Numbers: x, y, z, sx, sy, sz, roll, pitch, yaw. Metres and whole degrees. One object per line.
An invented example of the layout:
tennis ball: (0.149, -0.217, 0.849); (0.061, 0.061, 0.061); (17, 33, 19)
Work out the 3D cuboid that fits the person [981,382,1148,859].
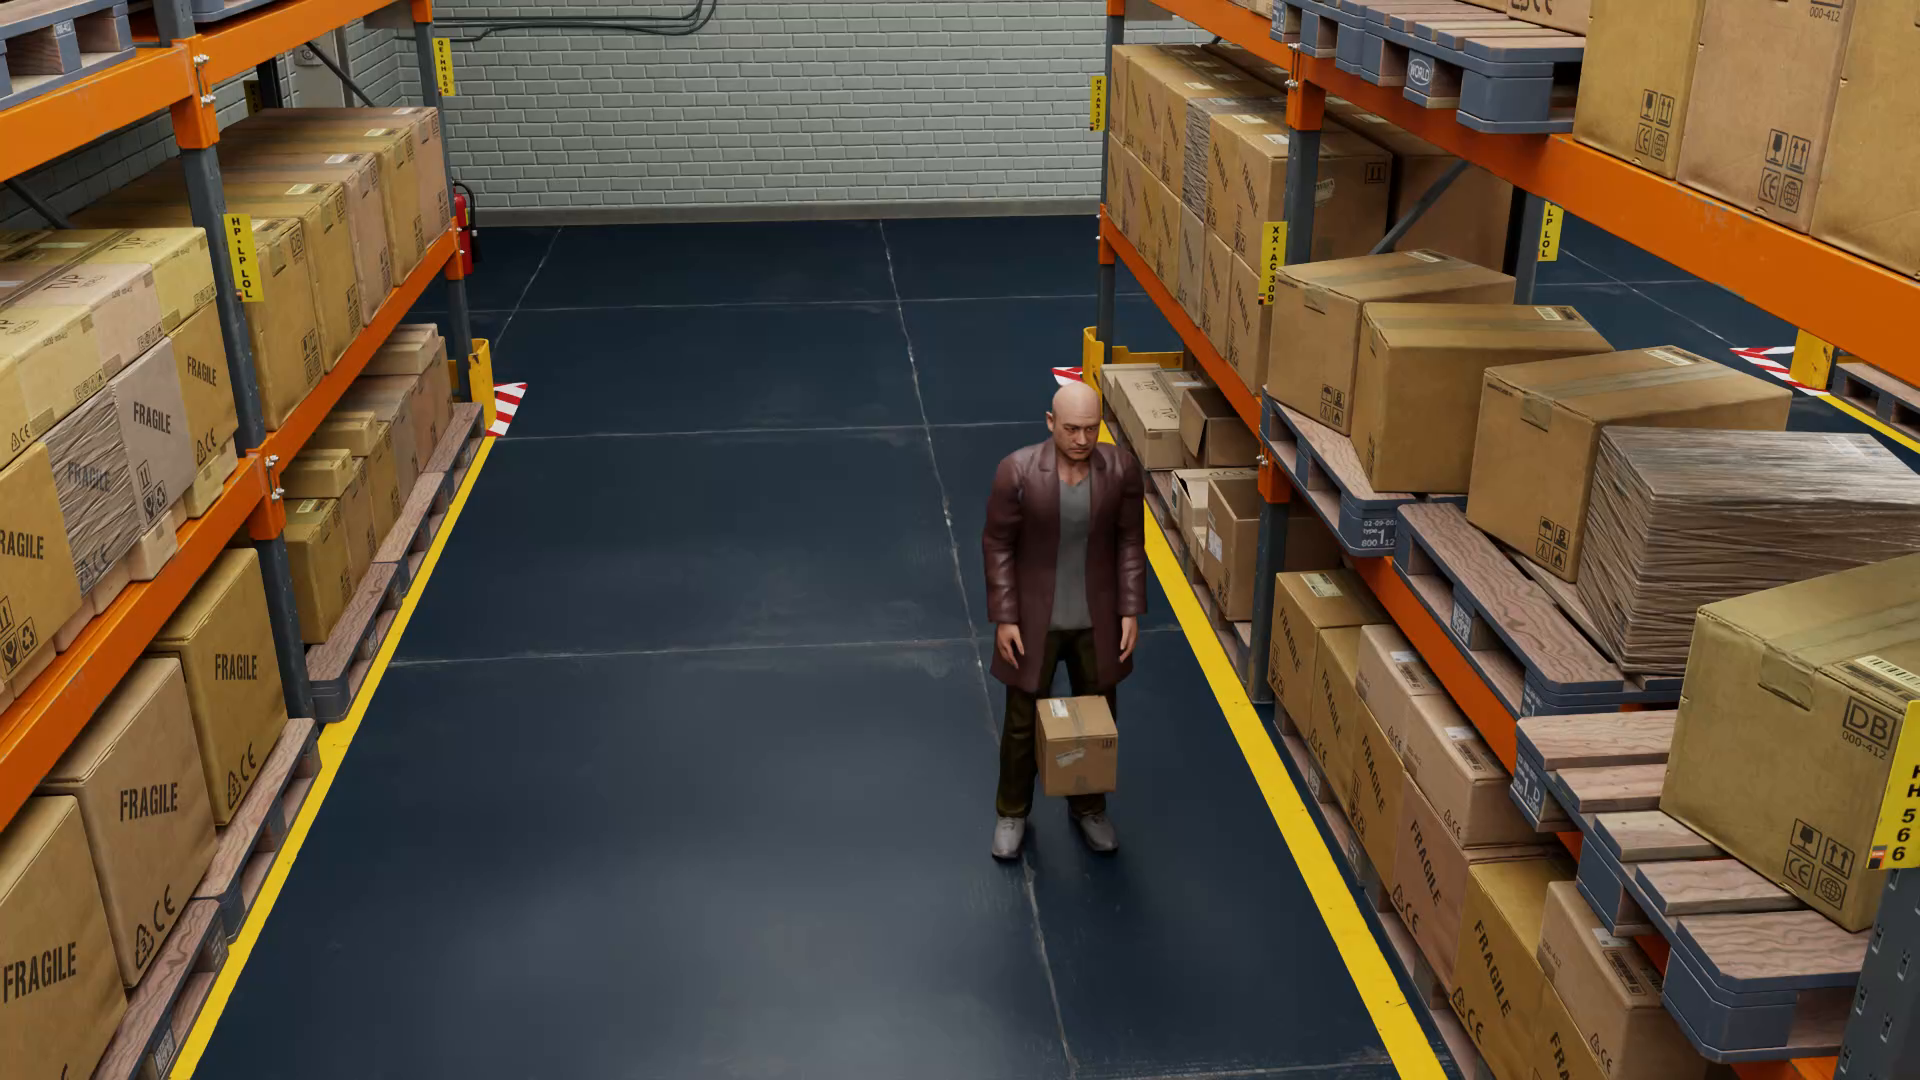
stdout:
person: (0.377, 0.283, 5.959); (0.591, 1.777, 0.424); (-3, 24, -7)
